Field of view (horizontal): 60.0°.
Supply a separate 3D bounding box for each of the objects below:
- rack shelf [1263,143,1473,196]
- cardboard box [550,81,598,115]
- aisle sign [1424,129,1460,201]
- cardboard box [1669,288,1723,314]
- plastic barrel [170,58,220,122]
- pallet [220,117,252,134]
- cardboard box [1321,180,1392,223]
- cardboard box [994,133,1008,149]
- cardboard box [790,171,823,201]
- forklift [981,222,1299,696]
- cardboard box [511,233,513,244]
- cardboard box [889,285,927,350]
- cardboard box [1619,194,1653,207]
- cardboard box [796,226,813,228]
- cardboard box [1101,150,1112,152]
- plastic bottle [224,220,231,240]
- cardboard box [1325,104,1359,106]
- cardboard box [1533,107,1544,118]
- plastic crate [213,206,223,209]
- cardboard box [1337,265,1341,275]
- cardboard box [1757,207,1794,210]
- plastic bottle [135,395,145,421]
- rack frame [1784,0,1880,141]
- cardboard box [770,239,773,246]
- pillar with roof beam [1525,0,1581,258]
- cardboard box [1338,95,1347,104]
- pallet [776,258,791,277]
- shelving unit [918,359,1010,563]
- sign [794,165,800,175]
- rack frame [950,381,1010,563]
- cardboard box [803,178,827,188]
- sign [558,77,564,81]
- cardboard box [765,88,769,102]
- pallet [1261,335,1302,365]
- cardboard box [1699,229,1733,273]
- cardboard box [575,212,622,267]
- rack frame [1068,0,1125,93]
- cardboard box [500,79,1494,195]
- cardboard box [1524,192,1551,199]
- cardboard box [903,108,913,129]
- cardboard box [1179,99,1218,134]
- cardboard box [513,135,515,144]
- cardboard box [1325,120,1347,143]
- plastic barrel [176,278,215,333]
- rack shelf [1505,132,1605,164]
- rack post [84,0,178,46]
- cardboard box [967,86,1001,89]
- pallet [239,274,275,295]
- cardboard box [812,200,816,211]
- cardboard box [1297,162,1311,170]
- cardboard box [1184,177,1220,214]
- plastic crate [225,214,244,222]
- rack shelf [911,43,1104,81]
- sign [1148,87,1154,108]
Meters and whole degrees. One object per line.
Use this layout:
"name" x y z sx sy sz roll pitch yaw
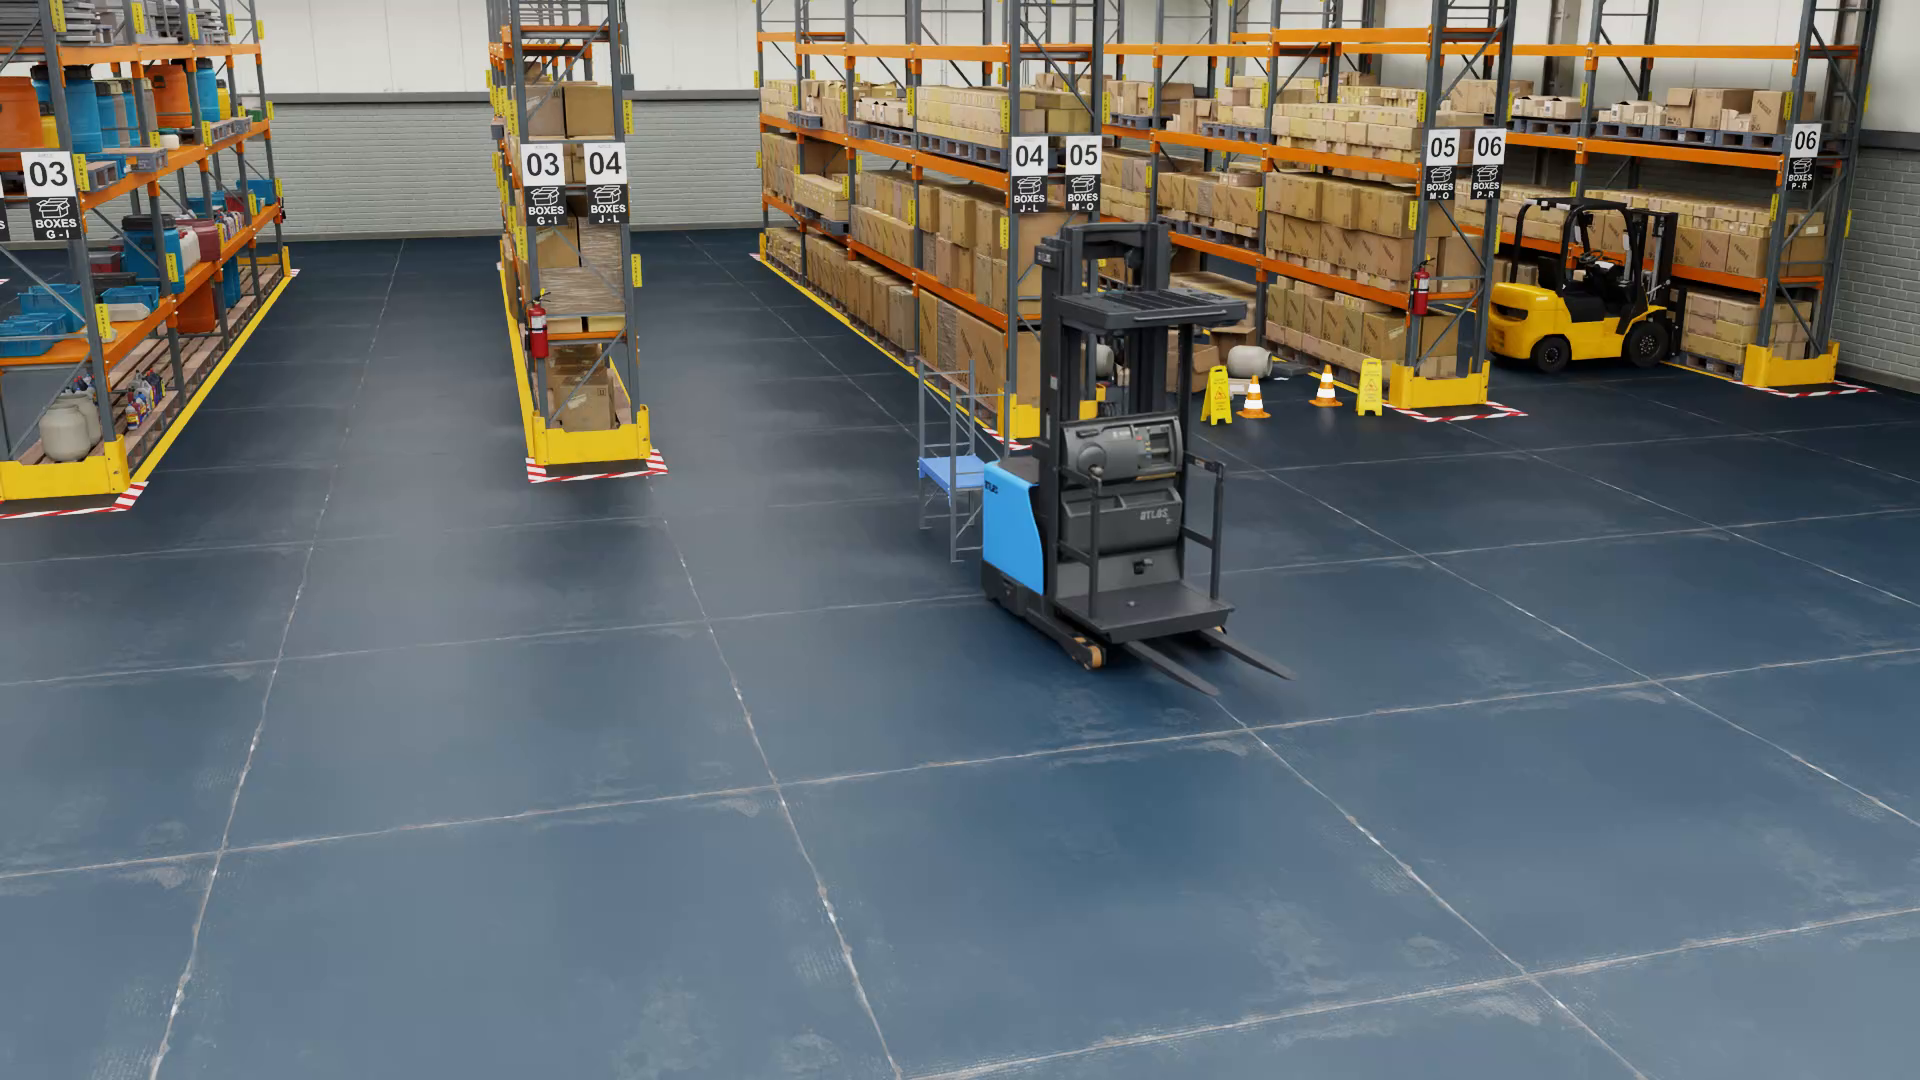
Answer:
"rack shelf" 5.183 -4.696 20.908 1.077 0.370 4.000 -5 17 -15
"cardboard box" -4.527 -5.136 19.561 0.500 0.500 0.500 -5 17 -17
"aisle sign" 5.470 -4.256 18.887 0.394 0.787 0.004 -5 17 -15
"cardboard box" 9.783 -3.190 22.168 0.500 0.250 0.500 -4 17 -15
"plastic barrel" -11.240 -6.613 24.437 0.600 0.901 0.708 -5 17 -15
"pallet" -11.547 -6.332 25.432 1.213 0.211 1.003 -5 17 -15
"cardboard box" 5.007 -4.266 21.012 0.700 0.500 0.500 -5 17 -16
"cardboard box" 0.583 -4.262 17.745 0.380 0.149 0.250 -5 17 -15
"cardboard box" -2.702 -6.252 29.362 0.500 0.500 0.500 -5 17 -15
"forklift" 4.481 -3.501 21.012 15.389 2.935 18.233 -8 18 -24
"cardboard box" -6.369 -4.645 24.527 0.500 0.500 0.500 -4 17 -14
"cardboard box" -0.356 -3.026 22.493 1.050 0.750 0.750 -5 17 -16
"cardboard box" 9.416 -4.726 23.151 0.380 0.149 0.250 -4 17 -14
"cardboard box" -3.007 -6.051 32.575 0.380 0.149 0.250 -4 17 -15
"cardboard box" 2.445 -6.614 29.344 0.500 0.500 0.500 -5 17 -16
"plastic bottle" -10.990 -4.653 24.932 0.061 0.283 0.133 -5 17 -15
"cardboard box" 5.075 -5.719 22.114 0.380 0.149 0.250 -5 17 -17
"cardboard box" 8.810 -6.396 24.850 0.380 0.149 0.250 -5 17 -15
"plastic crate" -12.624 -5.555 28.086 0.293 0.136 0.466 -5 17 -15
"cardboard box" 5.022 -3.441 21.131 0.380 0.149 0.250 -5 17 -15
"cardboard box" 10.491 -4.202 21.408 0.380 0.149 0.250 -4 17 -14
"plastic bottle" -8.879 -1.428 17.971 0.097 0.271 0.097 0 17 0
"rack frame" 10.504 -6.317 19.841 1.000 3.000 0.127 -5 17 -15
"cardboard box" -3.478 -5.790 32.221 0.380 0.149 0.250 -5 17 -16
"pillar with roof beam" 5.391 -7.900 25.111 9.100 9.000 0.400 -5 17 -15
"cardboard box" 7.095 -8.001 30.194 0.380 0.149 0.250 -4 17 -14
"pallet" -2.855 -5.136 31.184 1.003 0.211 1.213 -5 17 -15
"shelving unit" 0.023 -0.695 14.158 0.538 1.500 1.048 -5 17 -15
"sign" -2.817 -6.320 28.774 0.100 0.325 0.005 -5 17 -15
"rack frame" 0.163 -0.554 13.690 0.500 1.500 0.032 -5 17 -15
"cardboard box" -2.414 -5.954 27.732 0.380 0.149 0.250 -5 17 -16
"sign" -6.575 -7.467 27.436 0.100 0.325 0.005 -5 17 -15
"cardboard box" -3.381 -8.375 31.297 0.500 0.250 0.500 -5 17 -16
"pallet" 4.852 -2.639 22.869 1.003 0.211 1.213 -5 17 -15
"cardboard box" 9.982 -3.752 21.554 0.500 0.500 0.500 -4 17 -14
"cardboard box" -3.685 -3.110 17.163 0.500 0.500 0.500 -5 17 -15
"rack frame" 2.434 -9.243 29.581 1.000 3.000 0.127 -5 17 -15
"cardboard box" 0.052 -6.807 28.668 15.214 2.260 8.592 -5 17 -17
"cardboard box" 8.792 -5.190 25.215 0.380 0.149 0.250 -5 18 -17
"cardboard box" -0.447 -5.534 21.805 0.500 0.250 0.500 -5 17 -15
"cardboard box" 3.785 -6.485 25.439 0.700 0.500 0.500 -5 17 -15
"cardboard box" -4.811 -4.525 18.656 0.380 0.149 0.250 -5 17 -16
"cardboard box" 4.907 -5.100 20.746 0.500 0.250 0.500 -5 17 -15
"plastic barrel" -10.908 -3.384 23.547 0.600 0.830 0.708 -5 17 -15
"rack shelf" 8.855 -6.196 25.901 1.077 0.370 4.000 -5 17 -15
"rack post" -10.281 -6.489 20.064 1.013 1.000 3.121 -5 17 -15
"cardboard box" 0.308 -5.609 20.844 0.380 0.149 0.250 -5 17 -16
"pallet" -12.434 -4.398 28.726 1.003 0.211 1.213 -5 17 -15
"cardboard box" -2.201 -5.455 27.106 0.380 0.149 0.250 -6 18 -18
"cardboard box" 7.053 -7.626 33.066 0.500 0.500 0.500 -5 17 -17
"cardboard box" 3.737 -5.222 25.203 0.500 0.500 0.500 -4 17 -14
"plastic crate" -11.847 -5.237 27.028 0.396 0.136 0.243 -5 17 -15
"rack shelf" 0.451 -5.522 19.138 1.077 0.370 4.000 -5 17 -15
"sign" 2.998 -6.944 26.105 0.100 0.325 0.005 -5 17 -15
